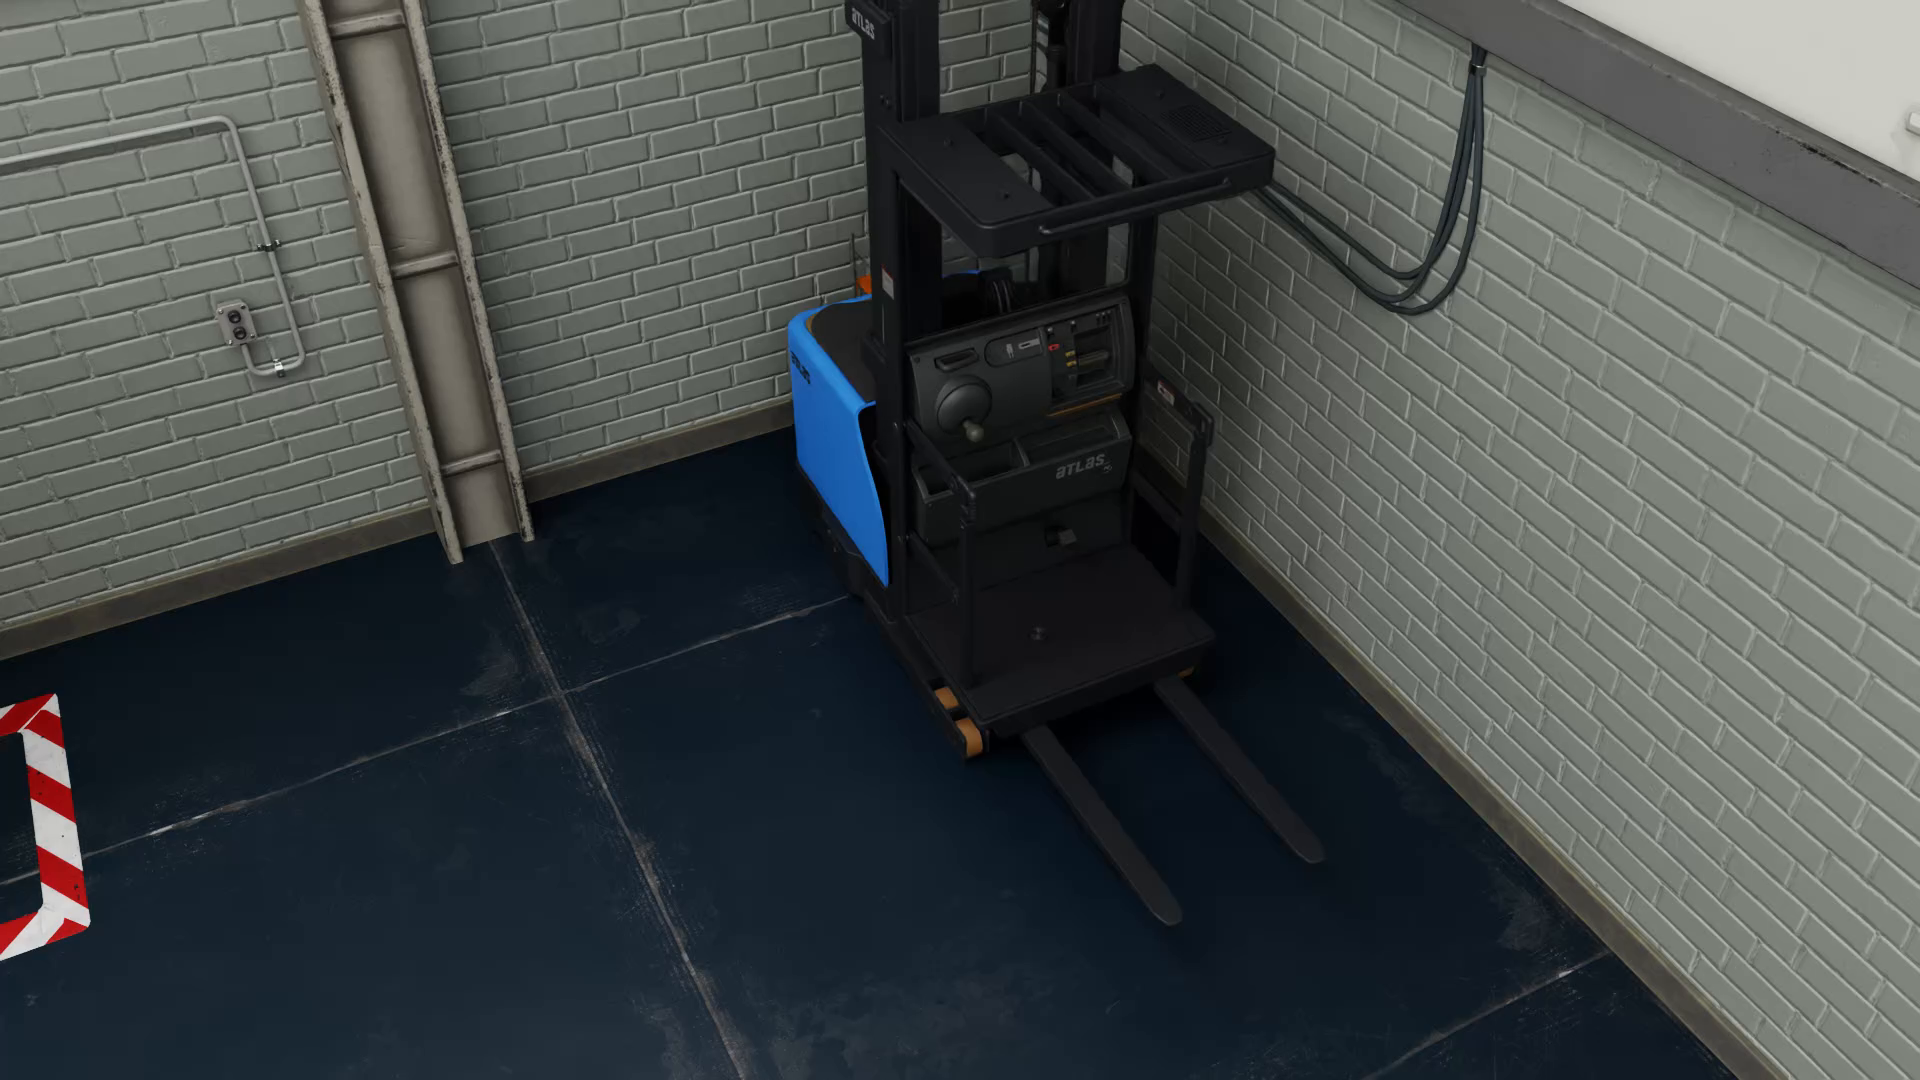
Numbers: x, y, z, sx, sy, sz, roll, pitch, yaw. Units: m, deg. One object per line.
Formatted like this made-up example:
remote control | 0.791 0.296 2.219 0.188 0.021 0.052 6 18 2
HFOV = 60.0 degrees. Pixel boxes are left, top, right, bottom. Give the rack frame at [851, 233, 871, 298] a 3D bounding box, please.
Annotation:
rack frame | -0.434 -0.862 7.826 0.006 1.200 0.240 -18 43 -20

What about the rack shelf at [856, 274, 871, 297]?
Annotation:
rack shelf | -0.353 -1.130 7.656 0.180 0.103 0.258 -18 43 -20

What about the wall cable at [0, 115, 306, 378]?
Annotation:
wall cable | -3.517 -1.190 6.037 1.851 1.984 0.084 -19 44 -21

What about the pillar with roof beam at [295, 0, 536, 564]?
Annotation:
pillar with roof beam | -0.232 -1.003 1.958 0.400 9.000 9.100 -19 44 -21

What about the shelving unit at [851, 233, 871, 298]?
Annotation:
shelving unit | -0.352 -0.888 7.858 0.189 1.200 0.258 -18 43 -20

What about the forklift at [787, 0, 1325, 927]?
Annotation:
forklift | 0.346 -0.571 6.145 1.130 2.935 3.031 -18 43 -20

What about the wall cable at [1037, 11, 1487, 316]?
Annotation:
wall cable | 0.966 -2.466 6.090 0.112 2.526 3.097 -19 44 -21
